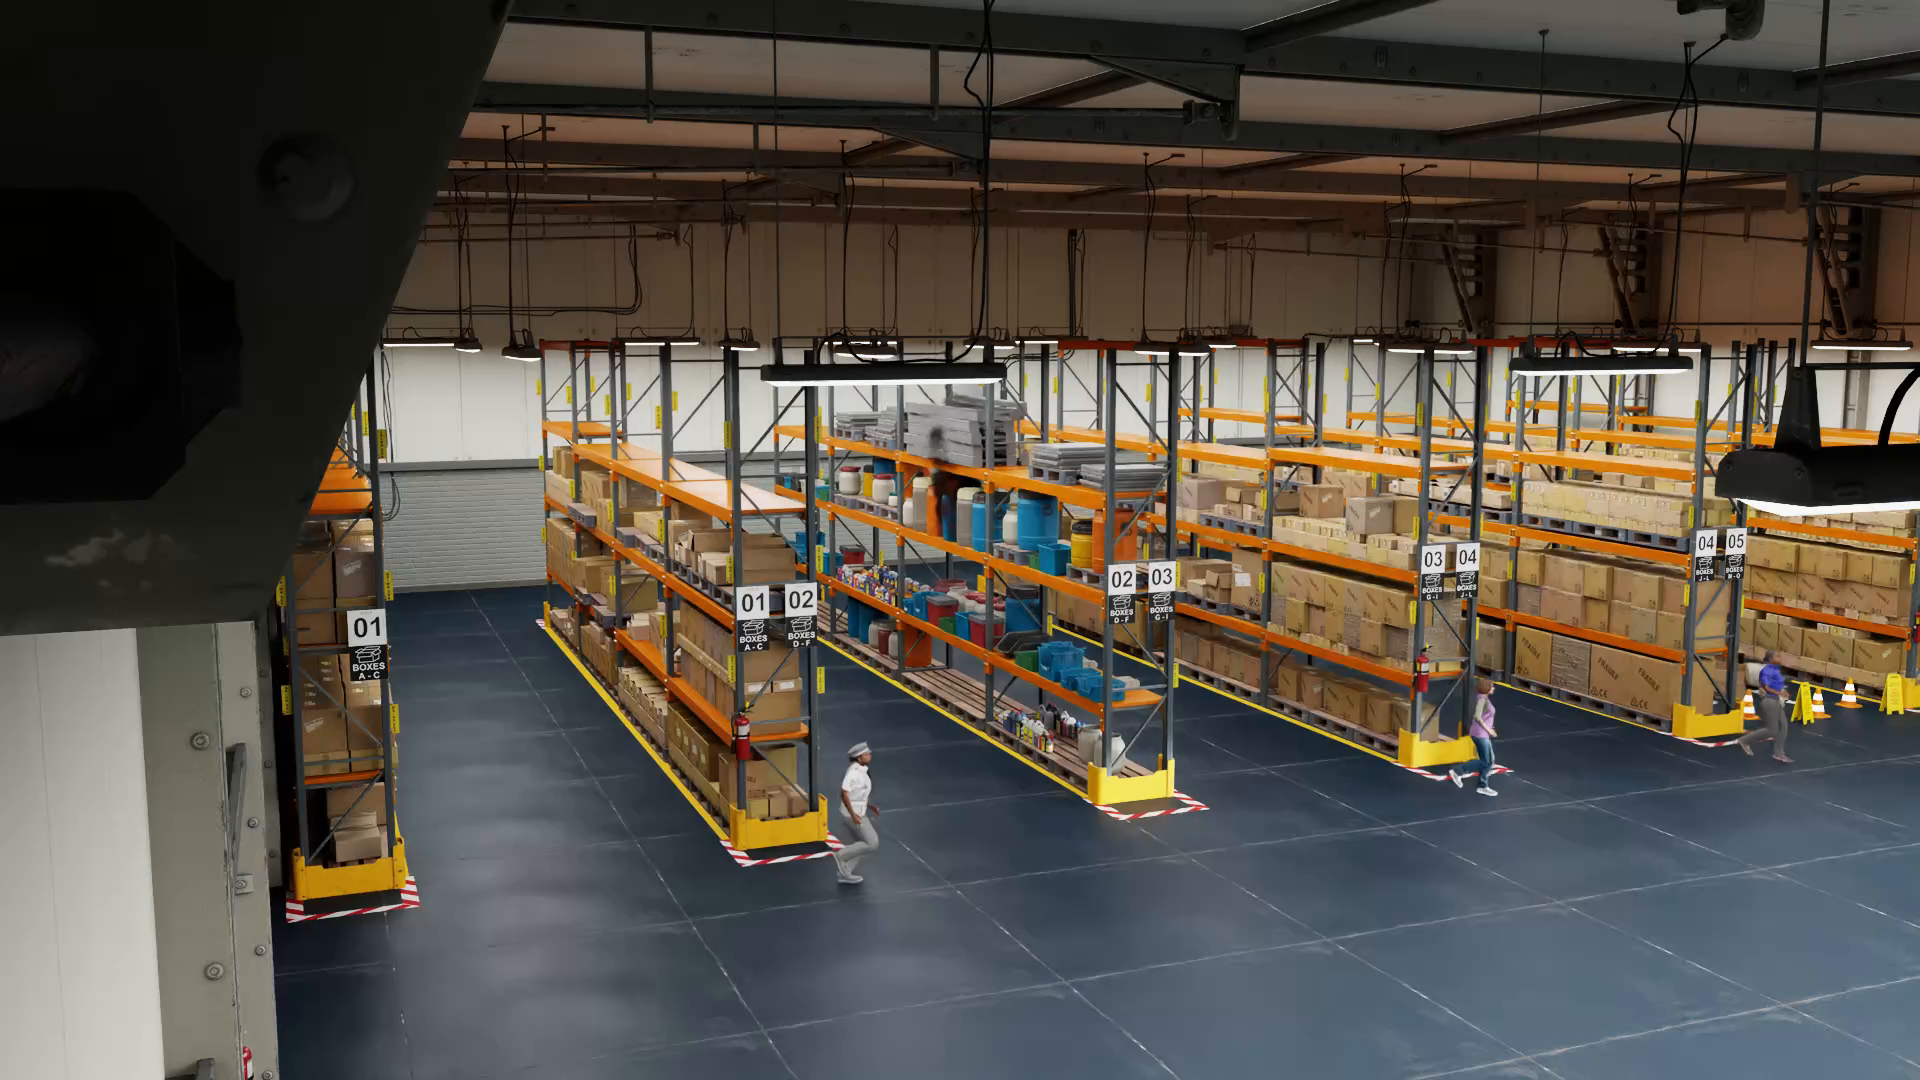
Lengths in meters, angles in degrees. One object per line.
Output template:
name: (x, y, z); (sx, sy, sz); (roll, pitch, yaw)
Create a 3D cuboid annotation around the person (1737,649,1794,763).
person: (11.719, 2.404, 24.109); (0.749, 1.666, 0.591); (4, 9, 30)

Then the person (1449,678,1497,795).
person: (6.975, 2.646, 22.522); (0.632, 1.582, 0.589); (2, 8, 16)

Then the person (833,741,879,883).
person: (-1.179, 3.081, 18.883); (0.521, 1.615, 0.542); (0, 7, -2)
